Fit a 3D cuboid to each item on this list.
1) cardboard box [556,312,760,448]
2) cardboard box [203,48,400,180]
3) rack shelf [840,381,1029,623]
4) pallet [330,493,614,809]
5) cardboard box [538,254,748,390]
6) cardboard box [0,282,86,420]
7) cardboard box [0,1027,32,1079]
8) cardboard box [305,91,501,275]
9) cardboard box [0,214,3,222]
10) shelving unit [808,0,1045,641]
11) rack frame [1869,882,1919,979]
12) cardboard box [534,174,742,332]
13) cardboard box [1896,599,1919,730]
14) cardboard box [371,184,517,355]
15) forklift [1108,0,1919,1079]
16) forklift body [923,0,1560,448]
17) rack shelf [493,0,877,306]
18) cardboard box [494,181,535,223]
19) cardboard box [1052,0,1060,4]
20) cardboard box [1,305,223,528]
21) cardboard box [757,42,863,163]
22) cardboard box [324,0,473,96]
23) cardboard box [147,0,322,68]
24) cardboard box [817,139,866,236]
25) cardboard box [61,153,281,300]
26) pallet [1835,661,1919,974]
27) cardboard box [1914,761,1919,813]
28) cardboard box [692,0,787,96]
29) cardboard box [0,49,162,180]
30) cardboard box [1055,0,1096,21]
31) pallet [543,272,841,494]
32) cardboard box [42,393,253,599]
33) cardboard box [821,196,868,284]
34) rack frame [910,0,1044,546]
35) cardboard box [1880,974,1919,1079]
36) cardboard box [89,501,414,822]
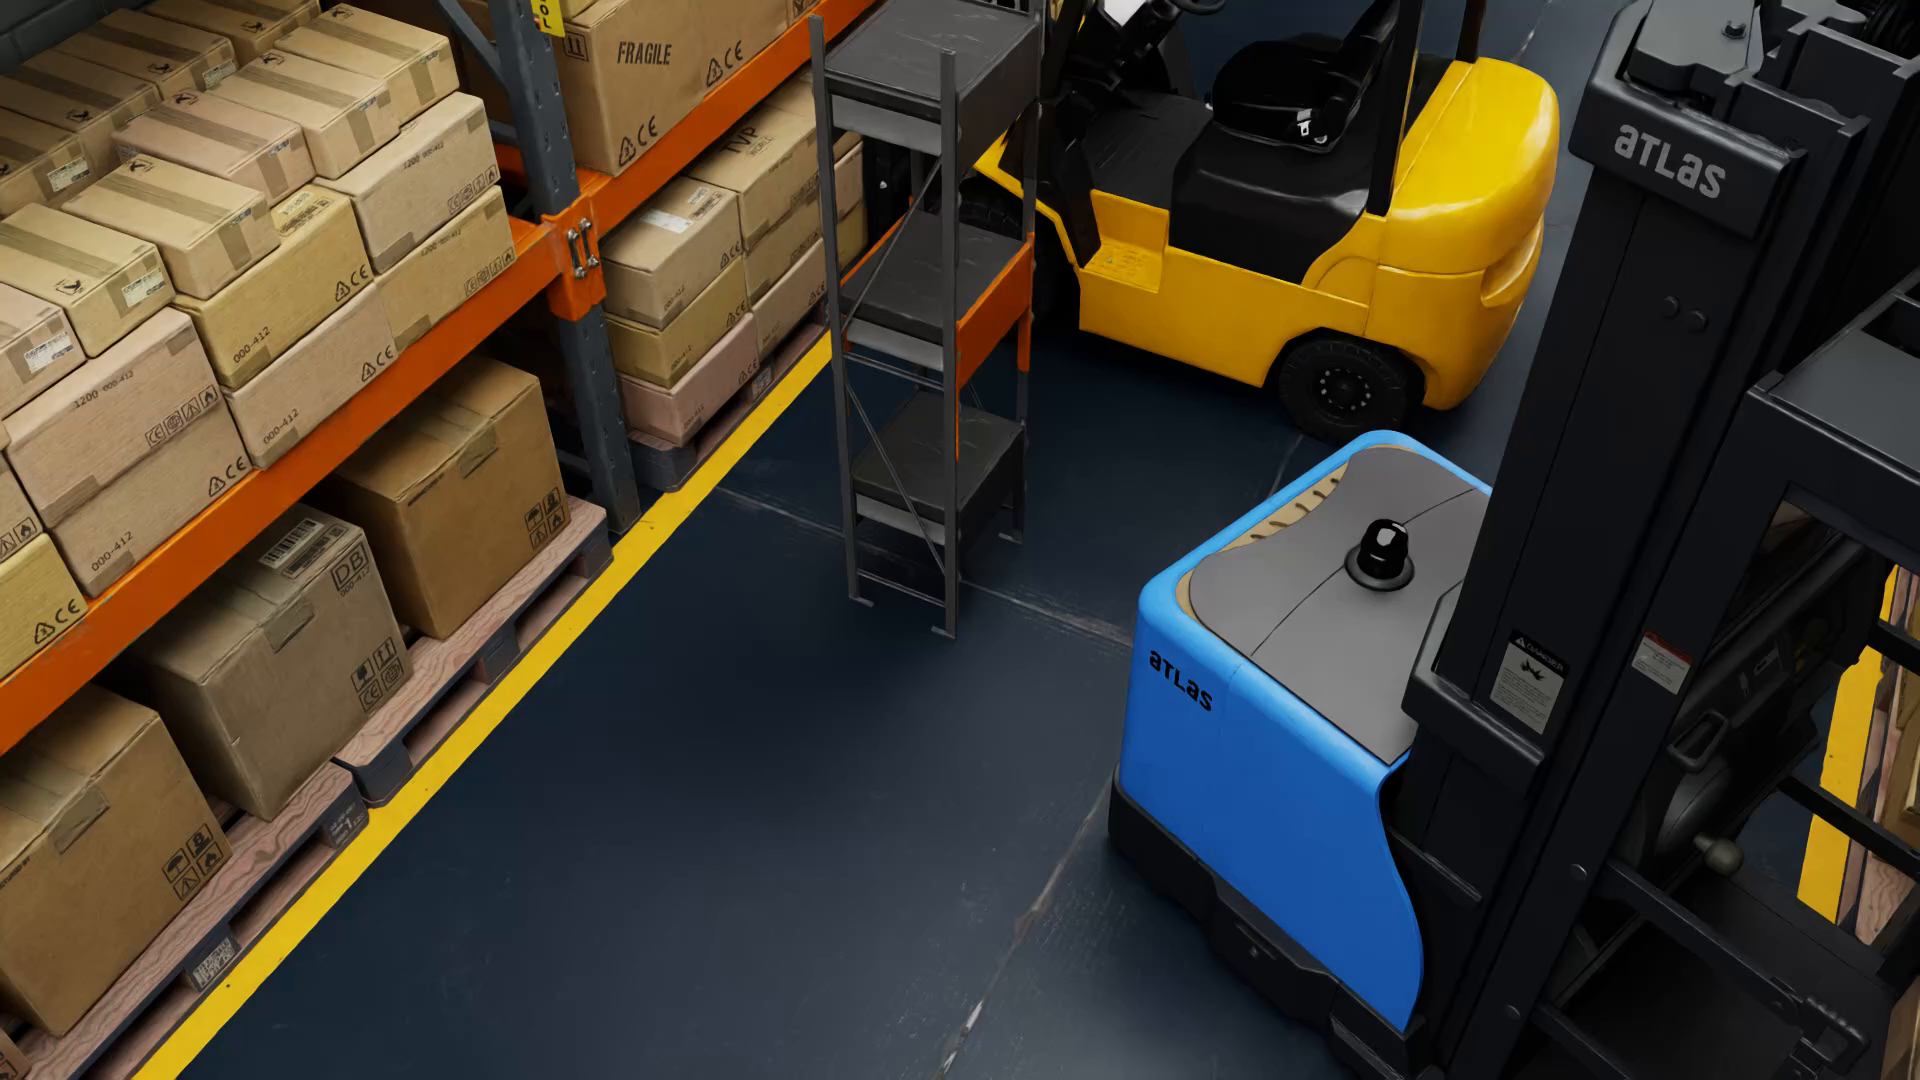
[{"bbox_3d":[-1.066,-0.642,5.914,0.500,0.250,0.500,21,49,19],"label":"cardboard box"},{"bbox_3d":[-1.649,-1.072,4.174,0.380,0.149,0.250,20,49,18],"label":"cardboard box"},{"bbox_3d":[-0.077,-0.132,5.408,0.431,0.518,0.480,20,49,19],"label":"rack shelf"},{"bbox_3d":[-1.891,0.192,5.412,1.003,0.211,1.213,20,49,19],"label":"pallet"},{"bbox_3d":[-1.086,-0.825,5.743,0.500,0.250,0.500,20,49,19],"label":"cardboard box"},{"bbox_3d":[-2.112,-0.426,3.535,0.380,0.149,0.250,21,49,19],"label":"cardboard box"},{"bbox_3d":[-2.842,1.139,3.890,0.875,0.625,0.625,22,49,20],"label":"cardboard box"},{"bbox_3d":[-1.585,-0.995,4.378,0.500,0.250,0.500,19,48,18],"label":"cardboard box"},{"bbox_3d":[-2.463,-0.753,3.859,0.380,0.149,0.250,20,49,19],"label":"cardboard box"},{"bbox_3d":[-0.077,-0.634,4.900,0.431,2.100,0.503,20,49,19],"label":"shelving unit"},{"bbox_3d":[2.815,0.371,3.275,1.000,3.000,0.127,20,49,19],"label":"rack frame"},{"bbox_3d":[-1.081,-0.999,5.564,0.500,0.250,0.500,20,49,18],"label":"cardboard box"},{"bbox_3d":[3.089,0.390,4.894,0.500,0.250,0.500,19,48,18],"label":"cardboard box"},{"bbox_3d":[-1.586,-0.809,4.546,0.500,0.250,0.500,22,49,20],"label":"cardboard box"},{"bbox_3d":[1.777,0.410,3.284,1.130,2.935,3.031,-32,53,-28],"label":"forklift"},{"bbox_3d":[1.009,-1.690,5.908,2.313,2.155,1.214,20,49,19],"label":"forklift body"},{"bbox_3d":[-0.655,-2.273,6.393,1.077,0.370,4.000,20,49,19],"label":"rack shelf"},{"bbox_3d":[-1.526,-1.172,5.734,0.500,0.250,0.500,21,49,20],"label":"cardboard box"},{"bbox_3d":[0.324,-2.732,7.628,0.500,0.250,0.500,20,49,19],"label":"cardboard box"},{"bbox_3d":[-2.060,-0.348,3.739,0.500,0.250,0.500,21,49,20],"label":"cardboard box"},{"bbox_3d":[-0.614,-1.635,6.192,0.500,0.250,0.500,22,49,20],"label":"cardboard box"},{"bbox_3d":[-1.614,-1.673,5.224,0.500,0.500,0.500,20,49,19],"label":"cardboard box"},{"bbox_3d":[-1.937,-1.378,4.477,0.380,0.149,0.250,19,48,18],"label":"cardboard box"},{"bbox_3d":[-0.610,-1.456,6.367,0.500,0.250,0.500,20,49,19],"label":"cardboard box"},{"bbox_3d":[-1.814,-0.725,3.832,0.380,0.149,0.250,19,48,18],"label":"cardboard box"},{"bbox_3d":[3.095,0.916,4.696,1.003,0.211,1.213,20,49,19],"label":"pallet"},{"bbox_3d":[2.852,0.465,4.292,0.500,0.500,0.500,20,49,19],"label":"cardboard box"},{"bbox_3d":[-0.919,-1.828,5.377,0.500,0.500,0.500,21,49,20],"label":"cardboard box"},{"bbox_3d":[-2.224,-1.069,4.172,0.380,0.149,0.250,20,49,19],"label":"cardboard box"},{"bbox_3d":[0.335,-2.566,7.815,0.500,0.250,0.500,21,49,19],"label":"cardboard box"},{"bbox_3d":[-1.177,-0.773,6.365,1.003,0.211,1.213,20,49,19],"label":"pallet"},{"bbox_3d":[-2.072,-0.188,3.932,0.500,0.250,0.500,21,49,19],"label":"cardboard box"},{"bbox_3d":[-0.619,-1.296,6.560,0.500,0.250,0.500,21,49,20],"label":"cardboard box"},{"bbox_3d":[0.036,-0.788,5.052,0.400,2.100,0.015,20,49,19],"label":"rack frame"},{"bbox_3d":[2.573,1.478,3.732,0.950,0.372,0.625,21,49,20],"label":"cardboard box"},{"bbox_3d":[-2.183,0.240,4.778,0.875,0.625,0.625,20,49,19],"label":"cardboard box"}]
